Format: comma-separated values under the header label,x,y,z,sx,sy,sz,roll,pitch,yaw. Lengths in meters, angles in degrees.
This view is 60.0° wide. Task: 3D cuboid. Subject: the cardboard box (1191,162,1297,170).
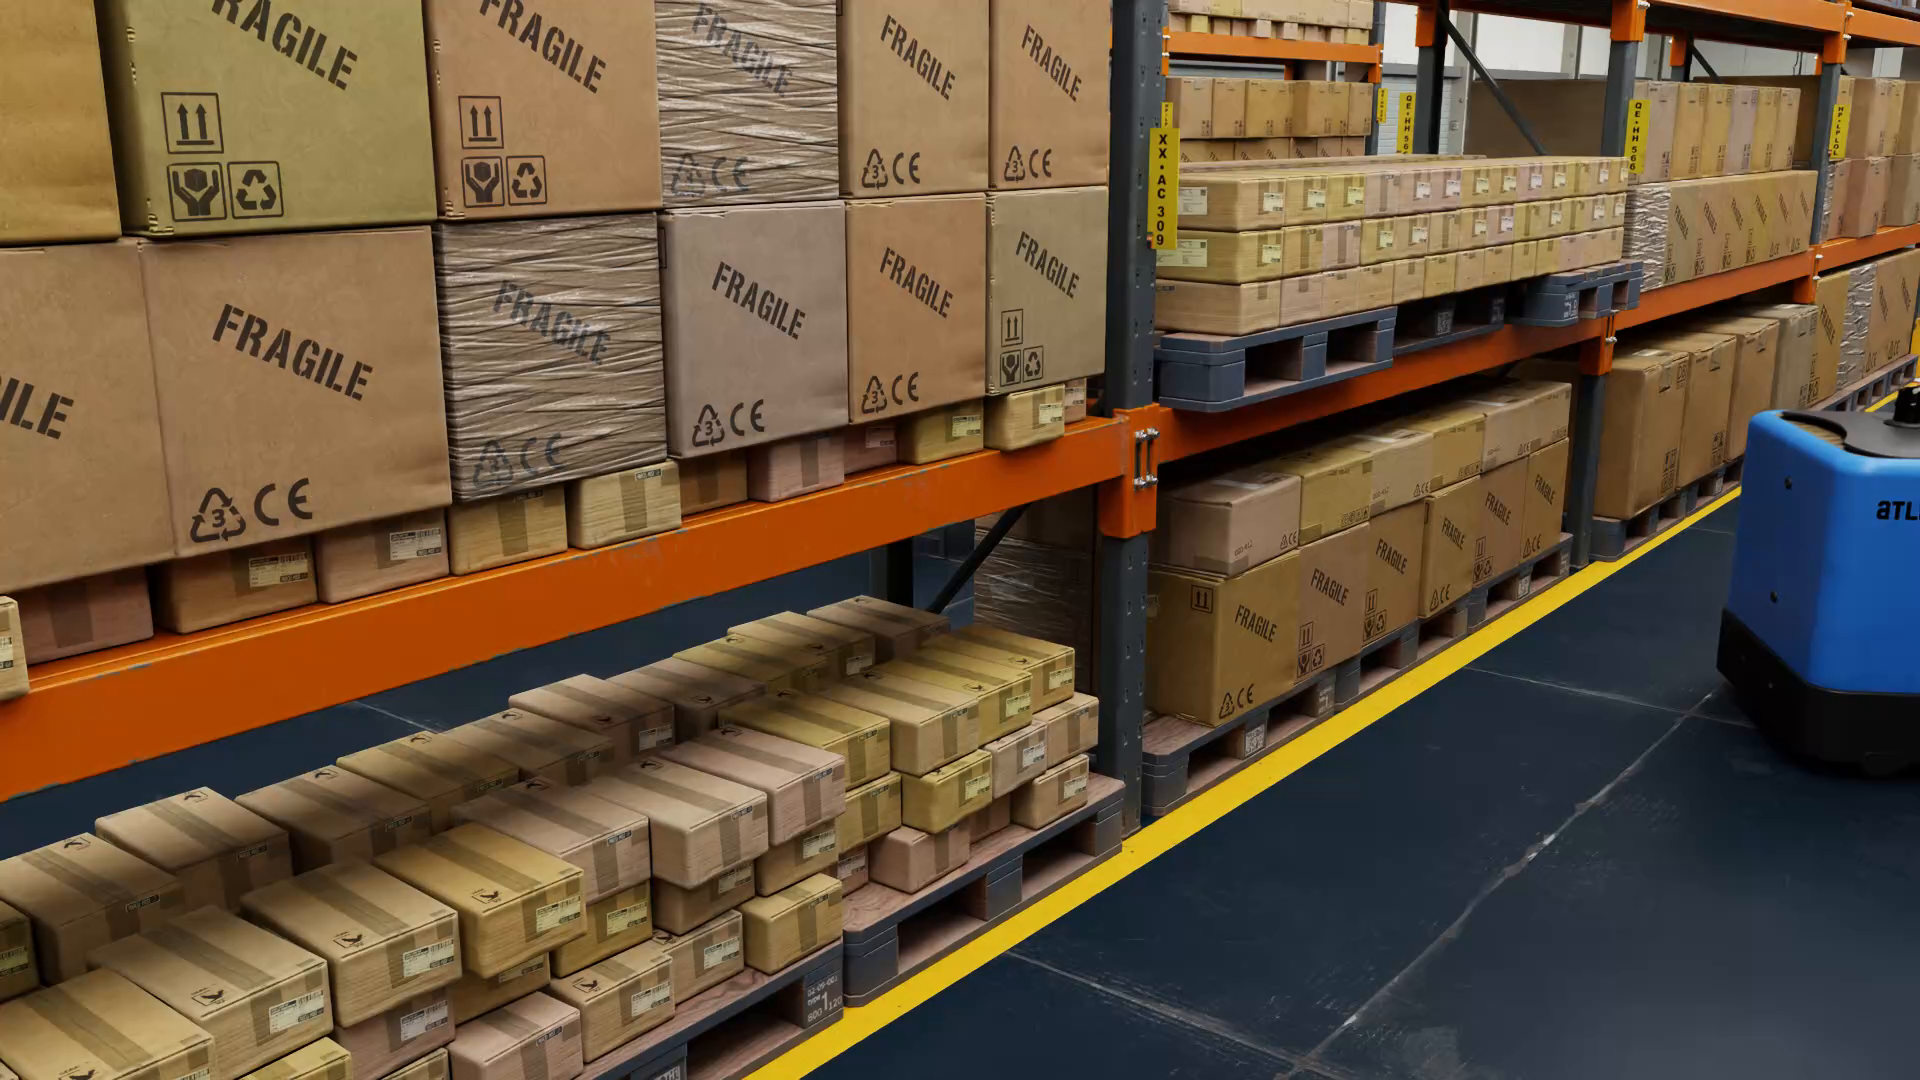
label,x,y,z,sx,sy,sz,roll,pitch,yaw
cardboard box,1.048,-1.352,6.303,0.380,0.149,0.250,10,18,35

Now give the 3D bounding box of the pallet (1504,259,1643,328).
label,x,y,z,sx,sy,sz,roll,pitch,yaw
pallet,2.277,-1.146,7.430,1.213,0.211,1.003,11,18,38

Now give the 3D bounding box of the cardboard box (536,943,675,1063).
label,x,y,z,sx,sy,sz,roll,pitch,yaw
cardboard box,-0.846,0.969,3.652,0.380,0.149,0.250,11,18,38

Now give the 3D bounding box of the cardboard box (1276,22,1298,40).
label,x,y,z,sx,sy,sz,roll,pitch,yaw
cardboard box,2.819,-4.590,15.016,0.380,0.149,0.250,11,18,37

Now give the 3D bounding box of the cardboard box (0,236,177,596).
label,x,y,z,sx,sy,sz,roll,pitch,yaw
cardboard box,-1.573,-0.202,2.518,0.500,0.500,0.500,11,18,38

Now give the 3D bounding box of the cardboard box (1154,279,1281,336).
label,x,y,z,sx,sy,sz,roll,pitch,yaw
cardboard box,0.733,-0.712,4.990,0.380,0.149,0.250,10,17,35

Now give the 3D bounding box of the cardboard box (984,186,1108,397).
label,x,y,z,sx,sy,sz,roll,pitch,yaw
cardboard box,0.043,-0.682,4.408,0.500,0.500,0.500,11,18,38

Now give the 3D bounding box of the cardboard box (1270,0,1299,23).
label,x,y,z,sx,sy,sz,roll,pitch,yaw
cardboard box,2.689,-4.763,14.887,0.500,0.250,0.500,11,18,38

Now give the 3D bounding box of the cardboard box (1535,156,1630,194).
label,x,y,z,sx,sy,sz,roll,pitch,yaw
cardboard box,2.690,-1.597,7.266,0.380,0.149,0.250,10,18,35

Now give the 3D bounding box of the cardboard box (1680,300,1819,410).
label,x,y,z,sx,sy,sz,roll,pitch,yaw
cardboard box,4.835,-1.138,10.727,1.050,0.750,0.750,11,18,37

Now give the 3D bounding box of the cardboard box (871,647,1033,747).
label,x,y,z,sx,sy,sz,roll,pitch,yaw
cardboard box,-0.023,0.428,4.576,0.380,0.149,0.250,12,18,38

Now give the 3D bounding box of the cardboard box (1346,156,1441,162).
label,x,y,z,sx,sy,sz,roll,pitch,yaw
cardboard box,1.876,-1.605,7.298,0.380,0.149,0.250,11,18,37

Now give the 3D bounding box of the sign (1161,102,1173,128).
label,x,y,z,sx,sy,sz,roll,pitch,yaw
sign,1.676,-3.380,13.486,0.100,0.325,0.005,11,18,38

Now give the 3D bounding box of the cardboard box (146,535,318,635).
label,x,y,z,sx,sy,sz,roll,pitch,yaw
cardboard box,-1.344,0.033,2.909,0.380,0.149,0.250,11,18,37

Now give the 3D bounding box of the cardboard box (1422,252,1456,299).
label,x,y,z,sx,sy,sz,roll,pitch,yaw
cardboard box,1.549,-0.963,5.977,0.380,0.149,0.250,11,18,37

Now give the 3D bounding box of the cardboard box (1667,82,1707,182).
label,x,y,z,sx,sy,sz,roll,pitch,yaw
cardboard box,3.569,-2.205,8.976,0.700,0.500,0.500,11,18,37

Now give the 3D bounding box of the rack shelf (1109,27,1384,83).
label,x,y,z,sx,sy,sz,roll,pitch,yaw
rack shelf,2.499,-4.393,15.191,1.077,0.370,4.000,11,18,38

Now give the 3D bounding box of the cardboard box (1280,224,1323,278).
label,x,y,z,sx,sy,sz,roll,pitch,yaw
cardboard box,0.894,-0.906,5.150,0.380,0.149,0.250,11,18,36

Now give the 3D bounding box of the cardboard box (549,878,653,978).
label,x,y,z,sx,sy,sz,roll,pitch,yaw
cardboard box,-0.902,0.803,3.702,0.380,0.149,0.250,12,19,40

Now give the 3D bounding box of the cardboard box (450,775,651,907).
label,x,y,z,sx,sy,sz,roll,pitch,yaw
cardboard box,-0.898,0.664,3.644,0.380,0.149,0.250,11,18,38

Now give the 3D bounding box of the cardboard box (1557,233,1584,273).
label,x,y,z,sx,sy,sz,roll,pitch,yaw
cardboard box,2.370,-1.211,6.956,0.380,0.149,0.250,12,18,38

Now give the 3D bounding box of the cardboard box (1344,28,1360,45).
label,x,y,z,sx,sy,sz,roll,pitch,yaw
cardboard box,3.618,-4.838,15.994,0.380,0.149,0.250,11,18,38

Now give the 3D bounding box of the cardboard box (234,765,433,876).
label,x,y,z,sx,sy,sz,roll,pitch,yaw
cardboard box,-1.395,0.648,3.709,0.380,0.149,0.250,11,18,36

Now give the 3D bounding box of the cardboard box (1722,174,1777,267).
label,x,y,z,sx,sy,sz,roll,pitch,yaw
cardboard box,4.400,-1.871,9.694,0.500,0.500,0.500,11,18,38

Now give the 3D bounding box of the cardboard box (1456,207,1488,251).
label,x,y,z,sx,sy,sz,roll,pitch,yaw
cardboard box,1.714,-1.156,6.133,0.380,0.149,0.250,11,18,36

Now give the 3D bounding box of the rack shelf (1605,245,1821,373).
label,x,y,z,sx,sy,sz,roll,pitch,yaw
rack shelf,3.899,-1.426,9.605,1.077,0.370,4.000,11,18,38

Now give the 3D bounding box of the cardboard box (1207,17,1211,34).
label,x,y,z,sx,sy,sz,roll,pitch,yaw
cardboard box,1.907,-4.364,14.128,0.380,0.149,0.250,11,18,38

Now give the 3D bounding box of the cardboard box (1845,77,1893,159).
label,x,y,z,sx,sy,sz,roll,pitch,yaw
cardboard box,6.116,-3.025,11.939,0.875,0.550,0.550,11,18,38

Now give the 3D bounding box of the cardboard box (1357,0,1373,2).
label,x,y,z,sx,sy,sz,roll,pitch,yaw
cardboard box,3.773,-5.278,16.108,0.380,0.149,0.250,11,18,38

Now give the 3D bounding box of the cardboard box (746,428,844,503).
label,x,y,z,sx,sy,sz,roll,pitch,yaw
cardboard box,-0.490,-0.203,3.839,0.380,0.149,0.250,10,18,35

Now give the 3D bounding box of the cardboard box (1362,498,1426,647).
label,x,y,z,sx,sy,sz,roll,pitch,yaw
cardboard box,1.448,0.078,6.448,0.500,0.500,0.500,12,18,38

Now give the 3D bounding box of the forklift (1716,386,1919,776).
label,x,y,z,sx,sy,sz,roll,pitch,yaw
forklift,4.350,-0.704,5.440,3.031,2.935,1.130,2,14,7

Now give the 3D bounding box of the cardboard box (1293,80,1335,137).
label,x,y,z,sx,sy,sz,roll,pitch,yaw
cardboard box,3.040,-4.007,15.465,0.700,0.500,0.500,11,18,37

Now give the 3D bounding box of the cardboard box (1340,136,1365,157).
label,x,y,z,sx,sy,sz,roll,pitch,yaw
cardboard box,3.629,-3.716,16.353,0.500,0.500,0.500,11,18,37

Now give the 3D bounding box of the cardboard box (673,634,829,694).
label,x,y,z,sx,sy,sz,roll,pitch,yaw
cardboard box,-0.590,0.398,4.694,0.380,0.149,0.250,11,18,37

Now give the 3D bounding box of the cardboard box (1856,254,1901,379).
label,x,y,z,sx,sy,sz,roll,pitch,yaw
cardboard box,6.743,-1.789,13.034,0.875,0.875,0.875,11,18,37

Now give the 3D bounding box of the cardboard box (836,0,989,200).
label,x,y,z,sx,sy,sz,roll,pitch,yaw
cardboard box,-0.278,-1.071,3.909,0.500,0.500,0.500,11,18,36

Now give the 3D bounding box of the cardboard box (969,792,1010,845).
label,x,y,z,sx,sy,sz,roll,pitch,yaw
cardboard box,-0.082,0.717,4.645,0.380,0.149,0.250,12,18,39

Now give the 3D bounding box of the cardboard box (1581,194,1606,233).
label,x,y,z,sx,sy,sz,roll,pitch,yaw
cardboard box,2.519,-1.401,7.100,0.380,0.149,0.250,12,19,40

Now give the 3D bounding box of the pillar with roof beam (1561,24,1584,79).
label,x,y,z,sx,sy,sz,roll,pitch,yaw
pillar with roof beam,17.187,-11.282,34.756,9.100,9.000,0.400,11,18,38

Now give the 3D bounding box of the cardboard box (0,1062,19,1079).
label,x,y,z,sx,sy,sz,roll,pitch,yaw
cardboard box,-1.713,0.911,2.673,0.380,0.149,0.250,12,18,39

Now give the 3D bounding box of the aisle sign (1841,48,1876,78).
label,x,y,z,sx,sy,sz,roll,pitch,yaw
aisle sign,7.481,-4.244,13.956,0.394,0.787,0.004,11,18,38

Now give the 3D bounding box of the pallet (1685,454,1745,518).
label,x,y,z,sx,sy,sz,roll,pitch,yaw
pallet,3.963,-0.412,9.816,1.003,0.211,1.213,11,18,38

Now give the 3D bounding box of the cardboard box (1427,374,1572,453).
label,x,y,z,sx,sy,sz,roll,pitch,yaw
cardboard box,2.416,-0.576,7.497,0.500,0.250,0.500,11,18,36

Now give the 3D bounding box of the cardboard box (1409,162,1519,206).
label,x,y,z,sx,sy,sz,roll,pitch,yaw
cardboard box,1.876,-1.350,6.293,0.380,0.149,0.250,12,19,40

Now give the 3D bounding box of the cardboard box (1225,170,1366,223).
label,x,y,z,sx,sy,sz,roll,pitch,yaw
cardboard box,1.067,-1.103,5.322,0.380,0.149,0.250,11,18,38

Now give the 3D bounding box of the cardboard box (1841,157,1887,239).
label,x,y,z,sx,sy,sz,roll,pitch,yaw
cardboard box,6.137,-2.497,12.055,0.875,0.550,0.550,11,18,38

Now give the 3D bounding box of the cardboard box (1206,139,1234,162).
label,x,y,z,sx,sy,sz,roll,pitch,yaw
cardboard box,2.033,-3.238,14.469,0.500,0.500,0.500,11,18,37

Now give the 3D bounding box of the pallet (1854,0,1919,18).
label,x,y,z,sx,sy,sz,roll,pitch,yaw
pallet,6.445,-3.956,12.192,1.003,0.211,1.213,11,18,38

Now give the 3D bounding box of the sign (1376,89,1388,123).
label,x,y,z,sx,sy,sz,roll,pitch,yaw
sign,4.175,-4.295,16.444,0.100,0.325,0.005,11,18,38

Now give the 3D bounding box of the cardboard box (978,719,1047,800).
label,x,y,z,sx,sy,sz,roll,pitch,yaw
cardboard box,0.017,0.572,4.614,0.380,0.149,0.250,10,17,35

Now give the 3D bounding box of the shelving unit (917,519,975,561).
label,x,y,z,sx,sy,sz,roll,pitch,yaw
shelving unit,0.004,-0.728,8.443,0.431,1.500,0.755,11,18,38

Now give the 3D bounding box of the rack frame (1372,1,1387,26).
label,x,y,z,sx,sy,sz,roll,pitch,yaw
rack frame,3.756,-6.578,16.240,1.000,3.000,0.127,11,18,38

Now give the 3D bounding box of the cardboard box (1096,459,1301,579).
label,x,y,z,sx,sy,sz,roll,pitch,yaw
cardboard box,0.798,-0.082,5.553,0.500,0.250,0.500,10,18,35
